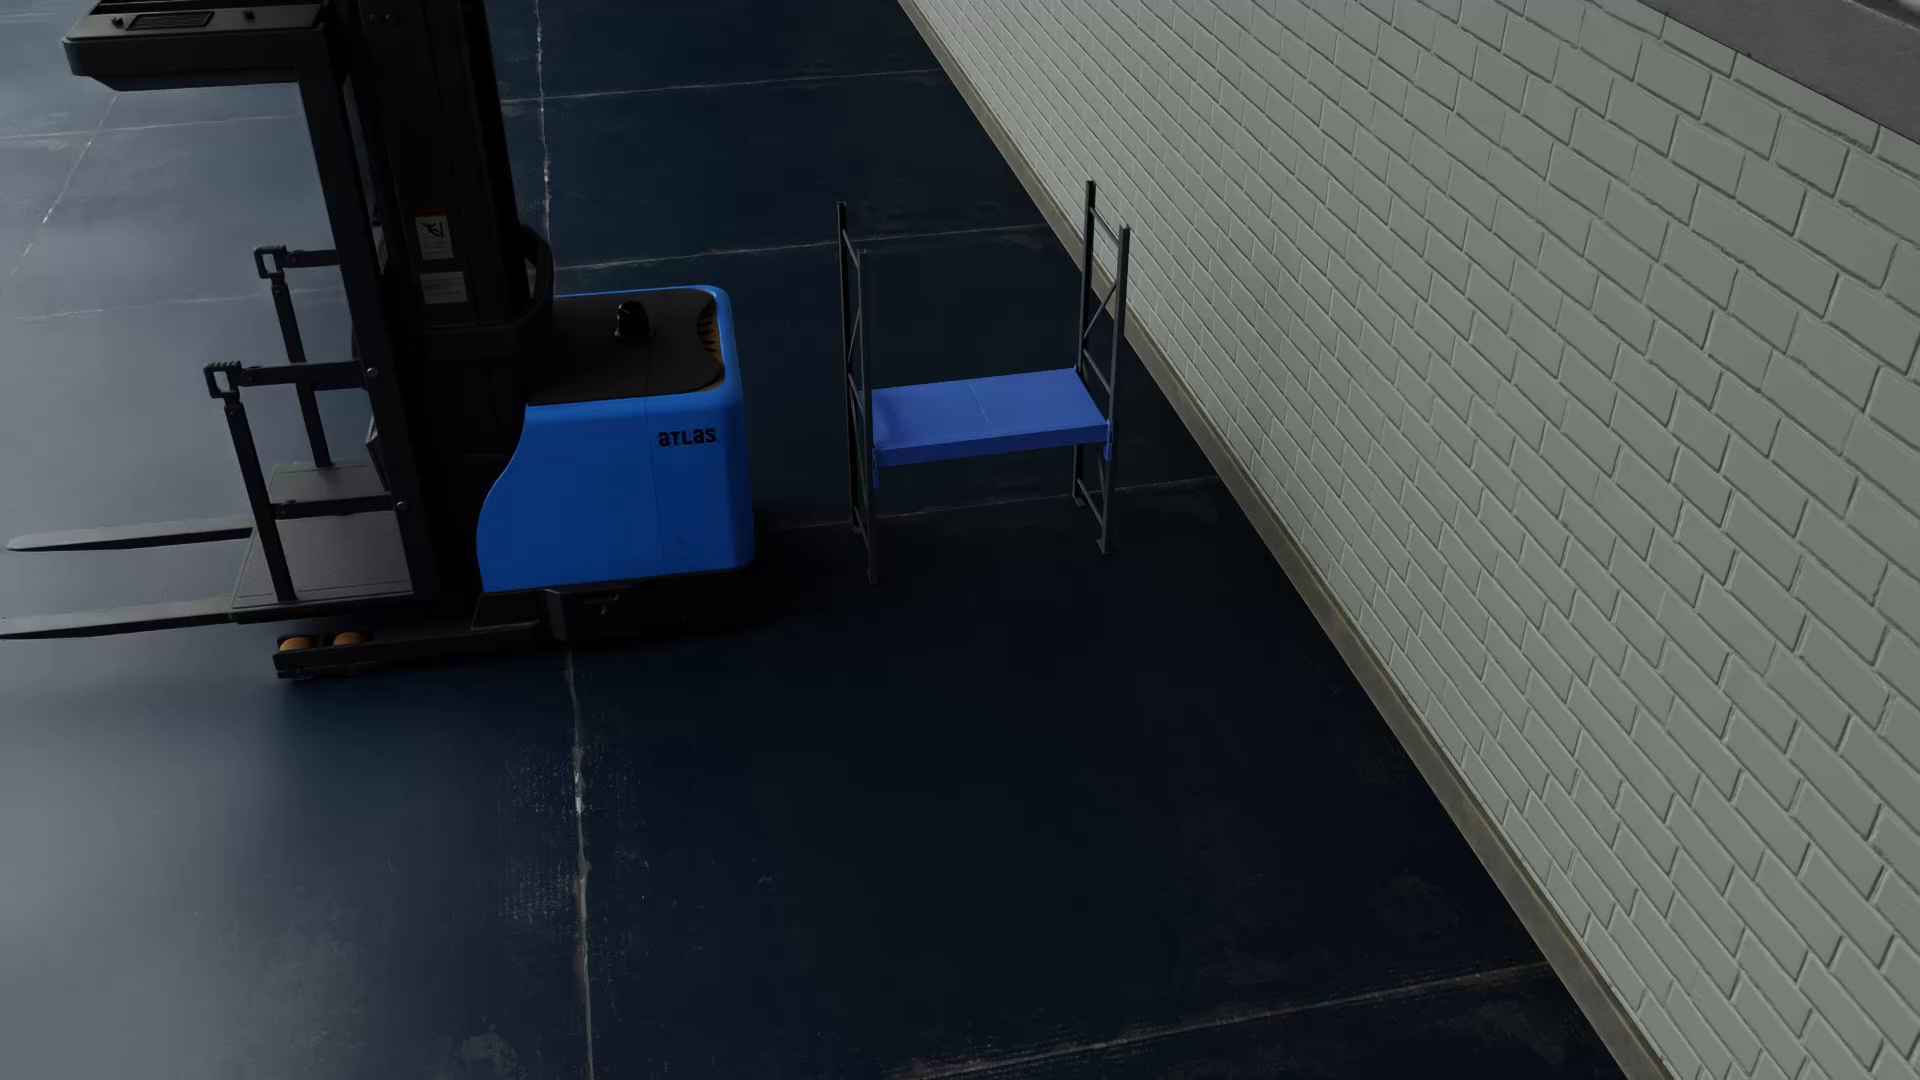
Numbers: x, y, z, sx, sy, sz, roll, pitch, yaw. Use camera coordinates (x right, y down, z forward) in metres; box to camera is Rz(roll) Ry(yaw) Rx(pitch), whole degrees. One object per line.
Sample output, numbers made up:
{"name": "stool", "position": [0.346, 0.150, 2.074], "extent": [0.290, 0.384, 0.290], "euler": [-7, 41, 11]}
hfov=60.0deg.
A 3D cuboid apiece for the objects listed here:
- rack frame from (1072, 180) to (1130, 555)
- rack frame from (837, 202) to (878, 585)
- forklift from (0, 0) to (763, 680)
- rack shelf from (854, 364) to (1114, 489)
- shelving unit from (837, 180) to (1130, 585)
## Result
{"name": "rack frame", "position": [0.579, -0.696, 6.941], "extent": [0.032, 1.500, 0.500], "euler": [-7, 35, -11]}
{"name": "rack frame", "position": [-0.413, -0.571, 6.755], "extent": [0.032, 1.500, 0.500], "euler": [-7, 35, -11]}
{"name": "forklift", "position": [-2.363, -0.992, 6.098], "extent": [3.031, 2.935, 1.130], "euler": [-6, 34, -8]}
{"name": "rack shelf", "position": [0.083, -0.484, 6.948], "extent": [1.000, 0.185, 0.538], "euler": [-7, 35, -11]}
{"name": "shelving unit", "position": [0.083, -0.633, 6.848], "extent": [1.048, 1.500, 0.538], "euler": [-7, 35, -11]}
